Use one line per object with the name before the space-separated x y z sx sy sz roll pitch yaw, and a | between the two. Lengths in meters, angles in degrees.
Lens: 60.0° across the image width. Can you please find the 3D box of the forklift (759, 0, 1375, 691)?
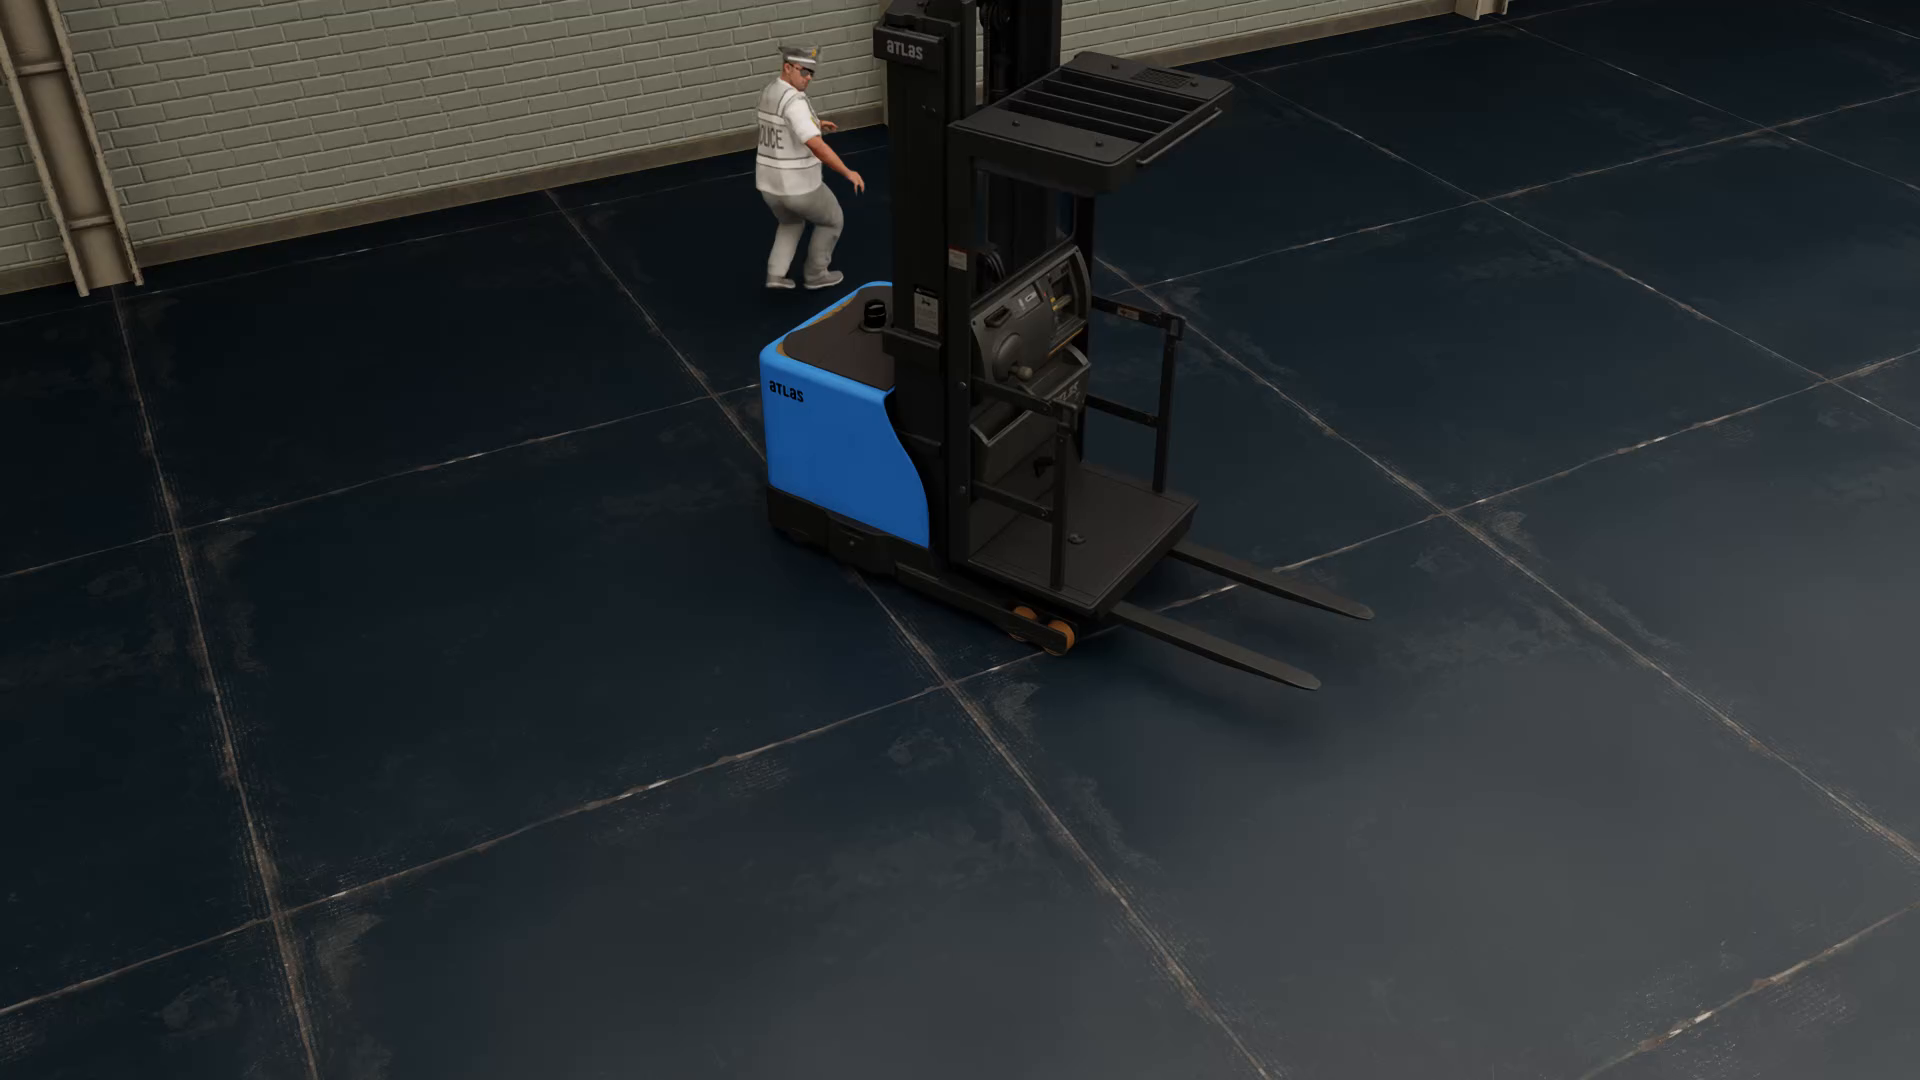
forklift | 0.506 -1.000 7.537 3.031 2.935 1.130 21 40 27

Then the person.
person | -0.923 -2.337 10.548 0.862 1.646 0.819 27 43 33
